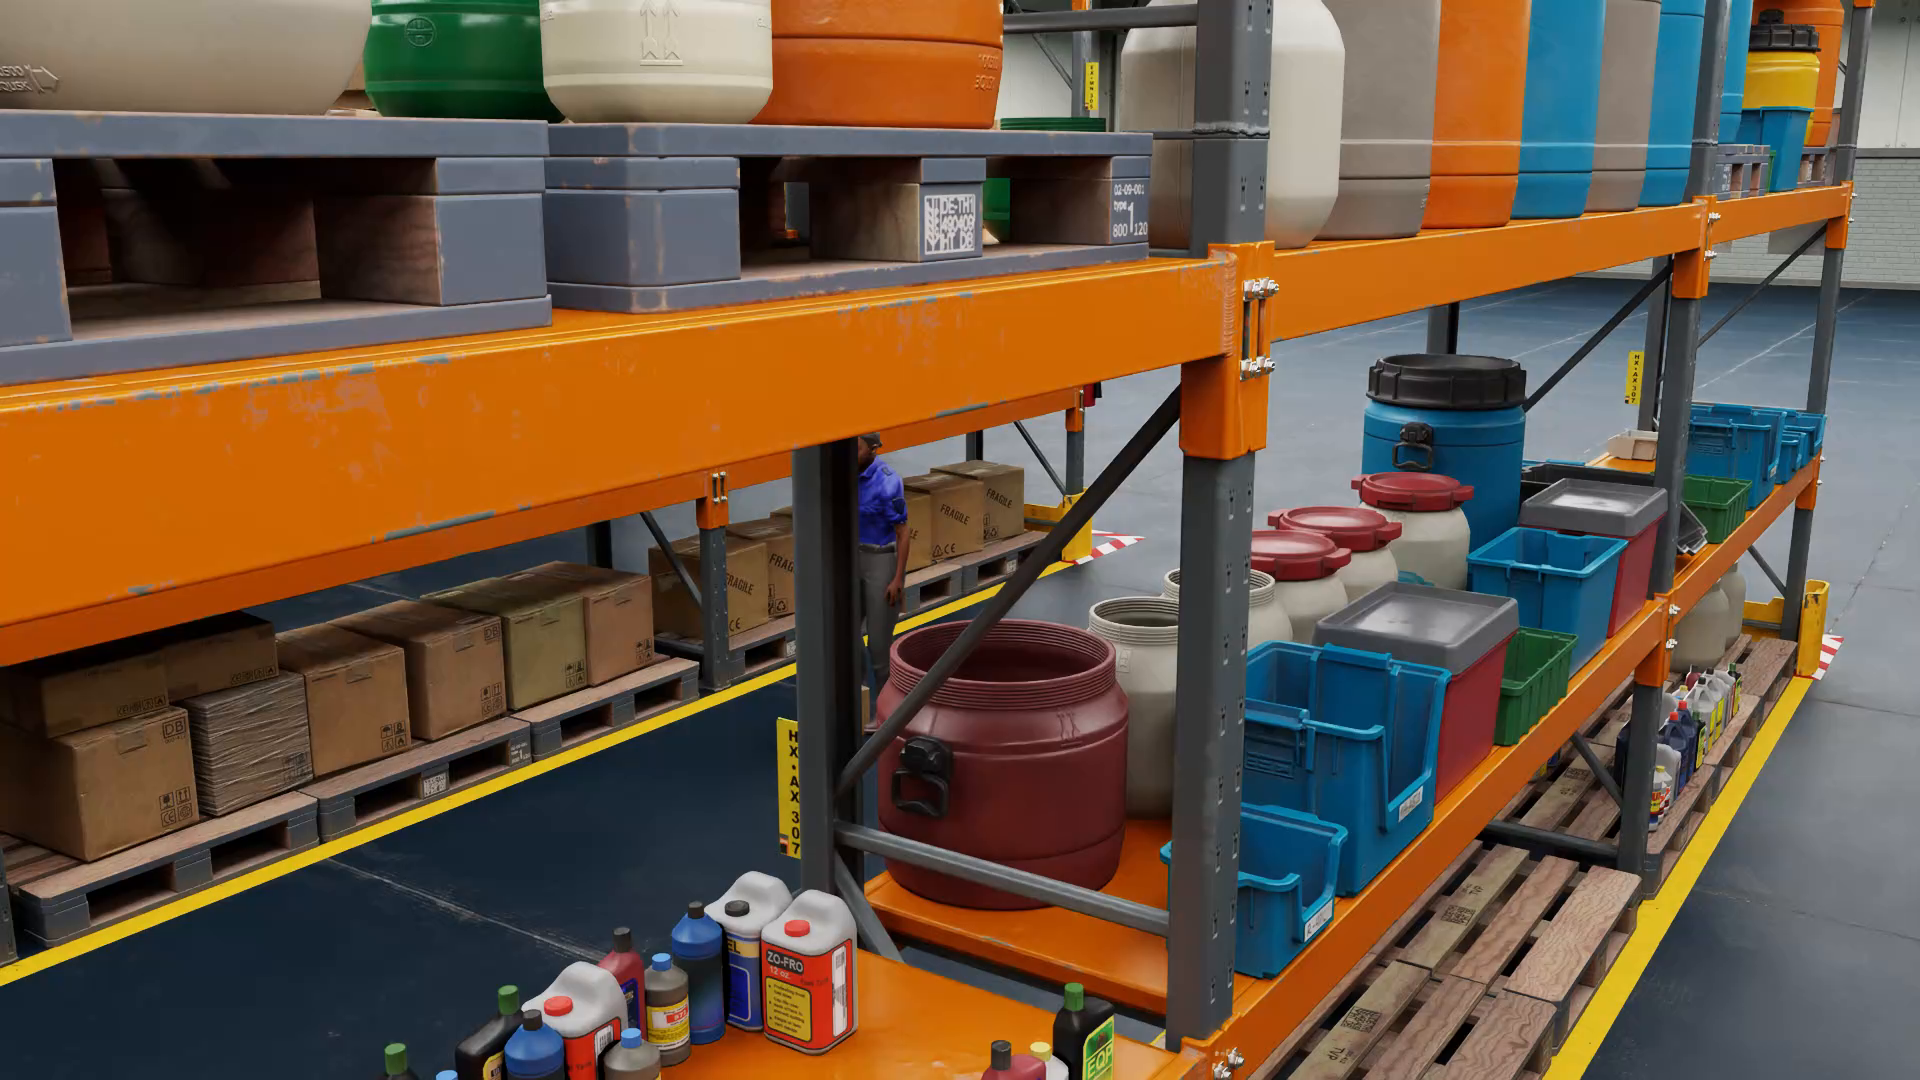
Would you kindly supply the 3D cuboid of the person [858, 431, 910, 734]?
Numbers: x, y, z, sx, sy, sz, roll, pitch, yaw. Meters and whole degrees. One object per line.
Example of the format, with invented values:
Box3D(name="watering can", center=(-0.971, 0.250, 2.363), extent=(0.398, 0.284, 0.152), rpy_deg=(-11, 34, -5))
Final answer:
Box3D(name="person", center=(-0.490, 0.172, 8.753), extent=(0.532, 1.655, 0.346), rpy_deg=(11, 17, 39))
